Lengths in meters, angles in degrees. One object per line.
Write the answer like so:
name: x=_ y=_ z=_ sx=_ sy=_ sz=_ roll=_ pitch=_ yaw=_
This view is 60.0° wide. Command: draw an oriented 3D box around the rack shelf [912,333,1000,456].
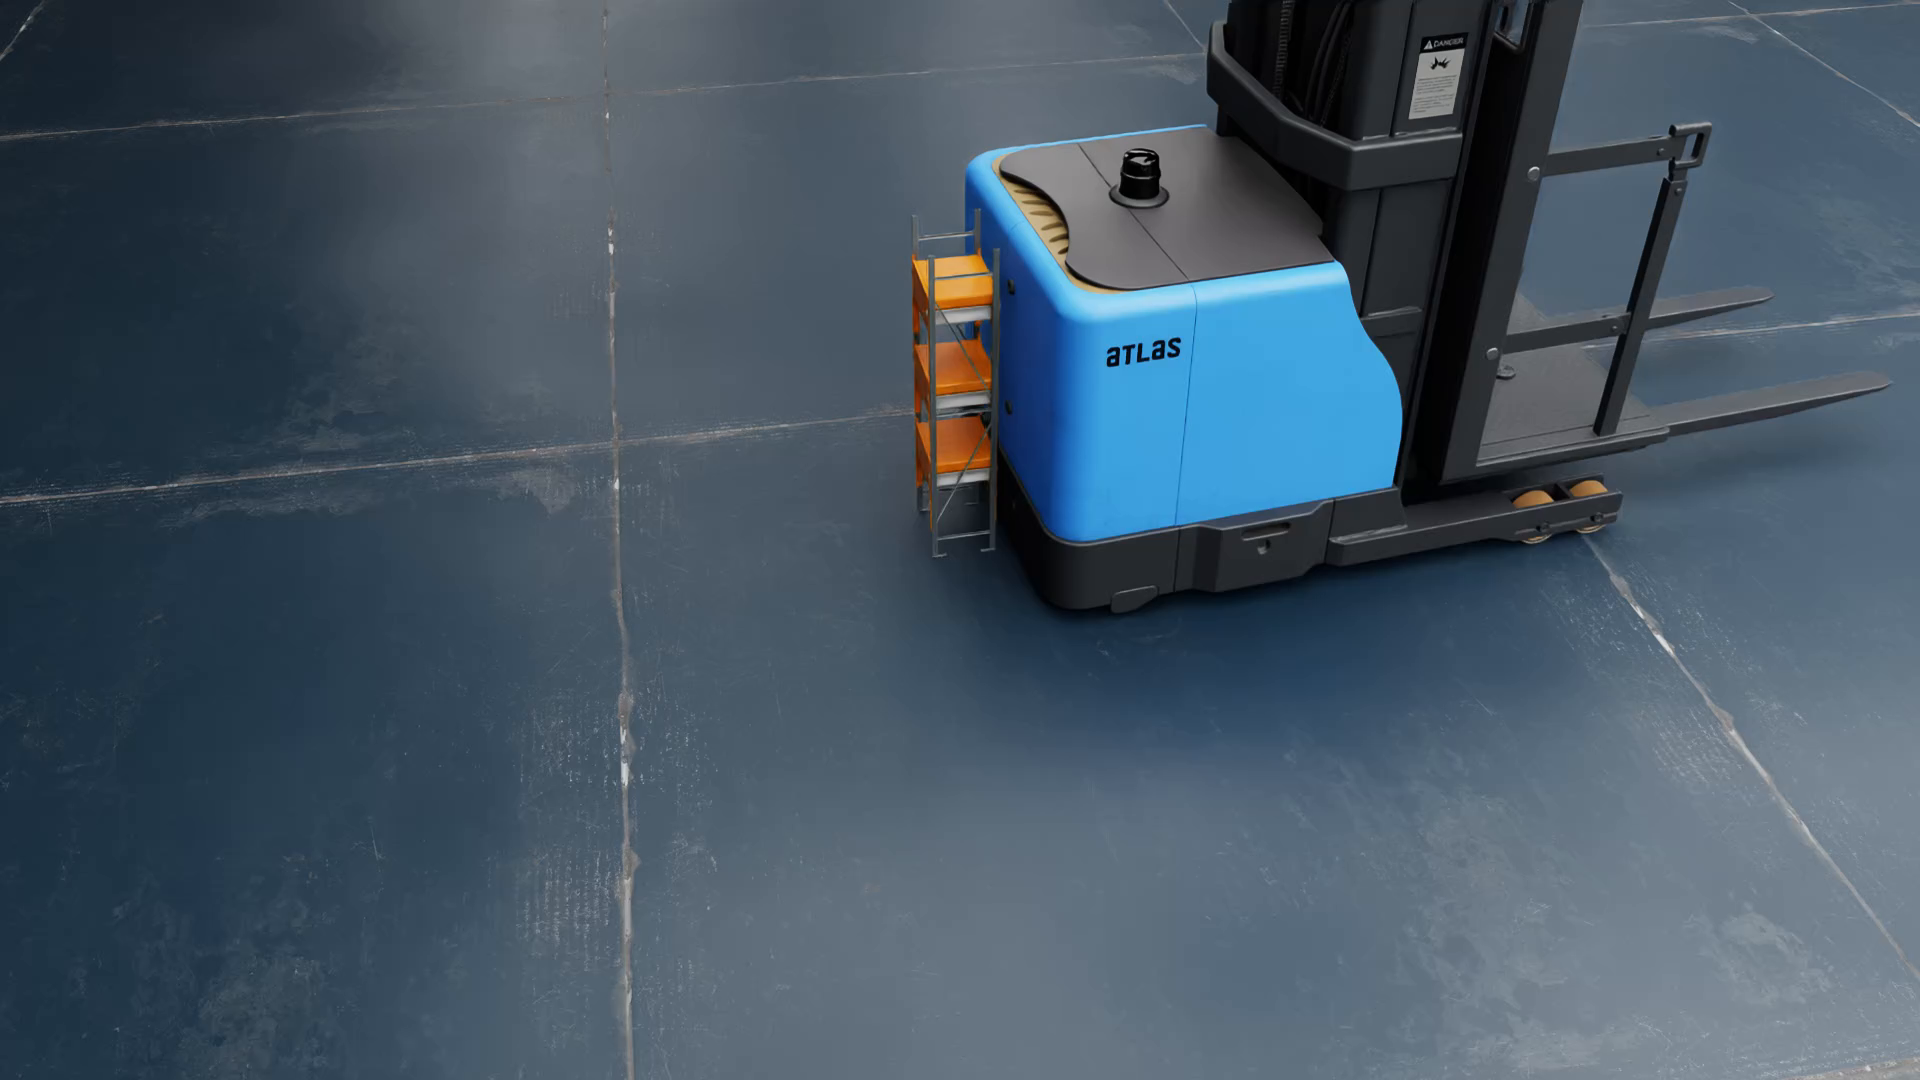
rack shelf: x=-0.014 y=-0.437 z=4.974 sx=0.215 sy=0.259 sz=0.240 roll=-7 pitch=38 yaw=-9

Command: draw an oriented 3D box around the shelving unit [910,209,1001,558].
shelving unit: x=-0.014 y=-0.446 z=4.968 sx=0.215 sy=1.050 sz=0.252 roll=-7 pitch=38 yaw=-9

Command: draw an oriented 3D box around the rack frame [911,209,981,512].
rack frame: x=-0.039 y=-0.519 z=5.062 sx=0.200 sy=1.050 sz=0.008 roll=-7 pitch=38 yaw=-9

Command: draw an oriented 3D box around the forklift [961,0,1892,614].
forklift: x=1.578 y=-1.448 z=4.724 sx=3.031 sy=2.935 sz=1.130 roll=-10 pitch=39 yaw=-13

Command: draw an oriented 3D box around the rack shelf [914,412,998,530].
rack shelf: x=-0.014 y=-0.218 z=5.145 sx=0.215 sy=0.259 sz=0.240 roll=-7 pitch=38 yaw=-9

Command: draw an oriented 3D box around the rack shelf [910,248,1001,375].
rack shelf: x=-0.014 y=-0.661 z=4.800 sx=0.215 sy=0.259 sz=0.240 roll=-7 pitch=38 yaw=-9

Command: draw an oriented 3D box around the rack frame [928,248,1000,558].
rack frame: x=0.011 y=-0.372 z=4.874 sx=0.200 sy=1.050 sz=0.008 roll=-7 pitch=38 yaw=-9
